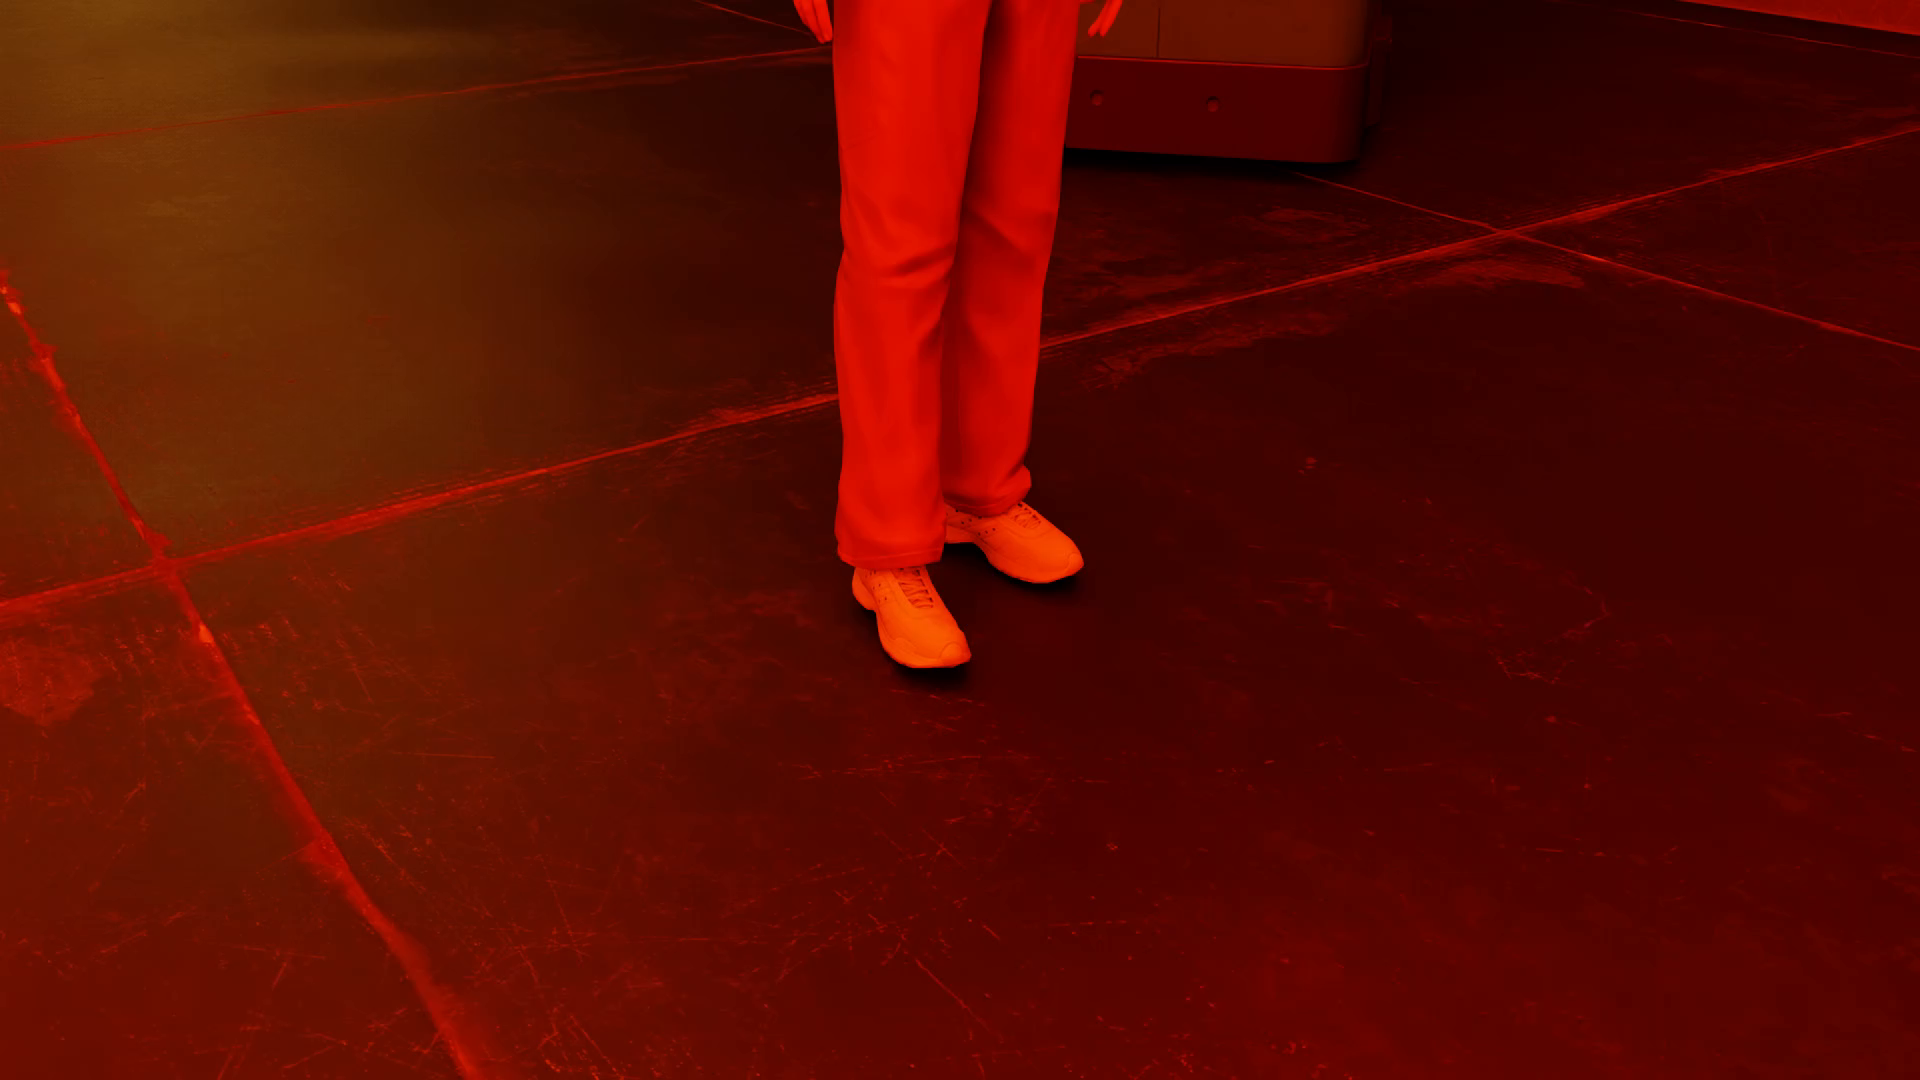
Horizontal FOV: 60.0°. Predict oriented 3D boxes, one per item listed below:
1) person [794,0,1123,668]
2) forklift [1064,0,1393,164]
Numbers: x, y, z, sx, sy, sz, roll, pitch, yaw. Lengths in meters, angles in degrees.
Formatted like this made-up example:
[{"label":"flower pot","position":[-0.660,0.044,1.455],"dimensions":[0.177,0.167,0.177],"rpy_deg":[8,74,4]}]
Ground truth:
[{"label":"person","position":[0.032,-0.725,2.061],"dimensions":[0.552,1.674,0.548],"rpy_deg":[-17,31,-31]},{"label":"forklift","position":[0.887,-2.915,5.043],"dimensions":[1.130,2.935,3.031],"rpy_deg":[7,27,13]}]
